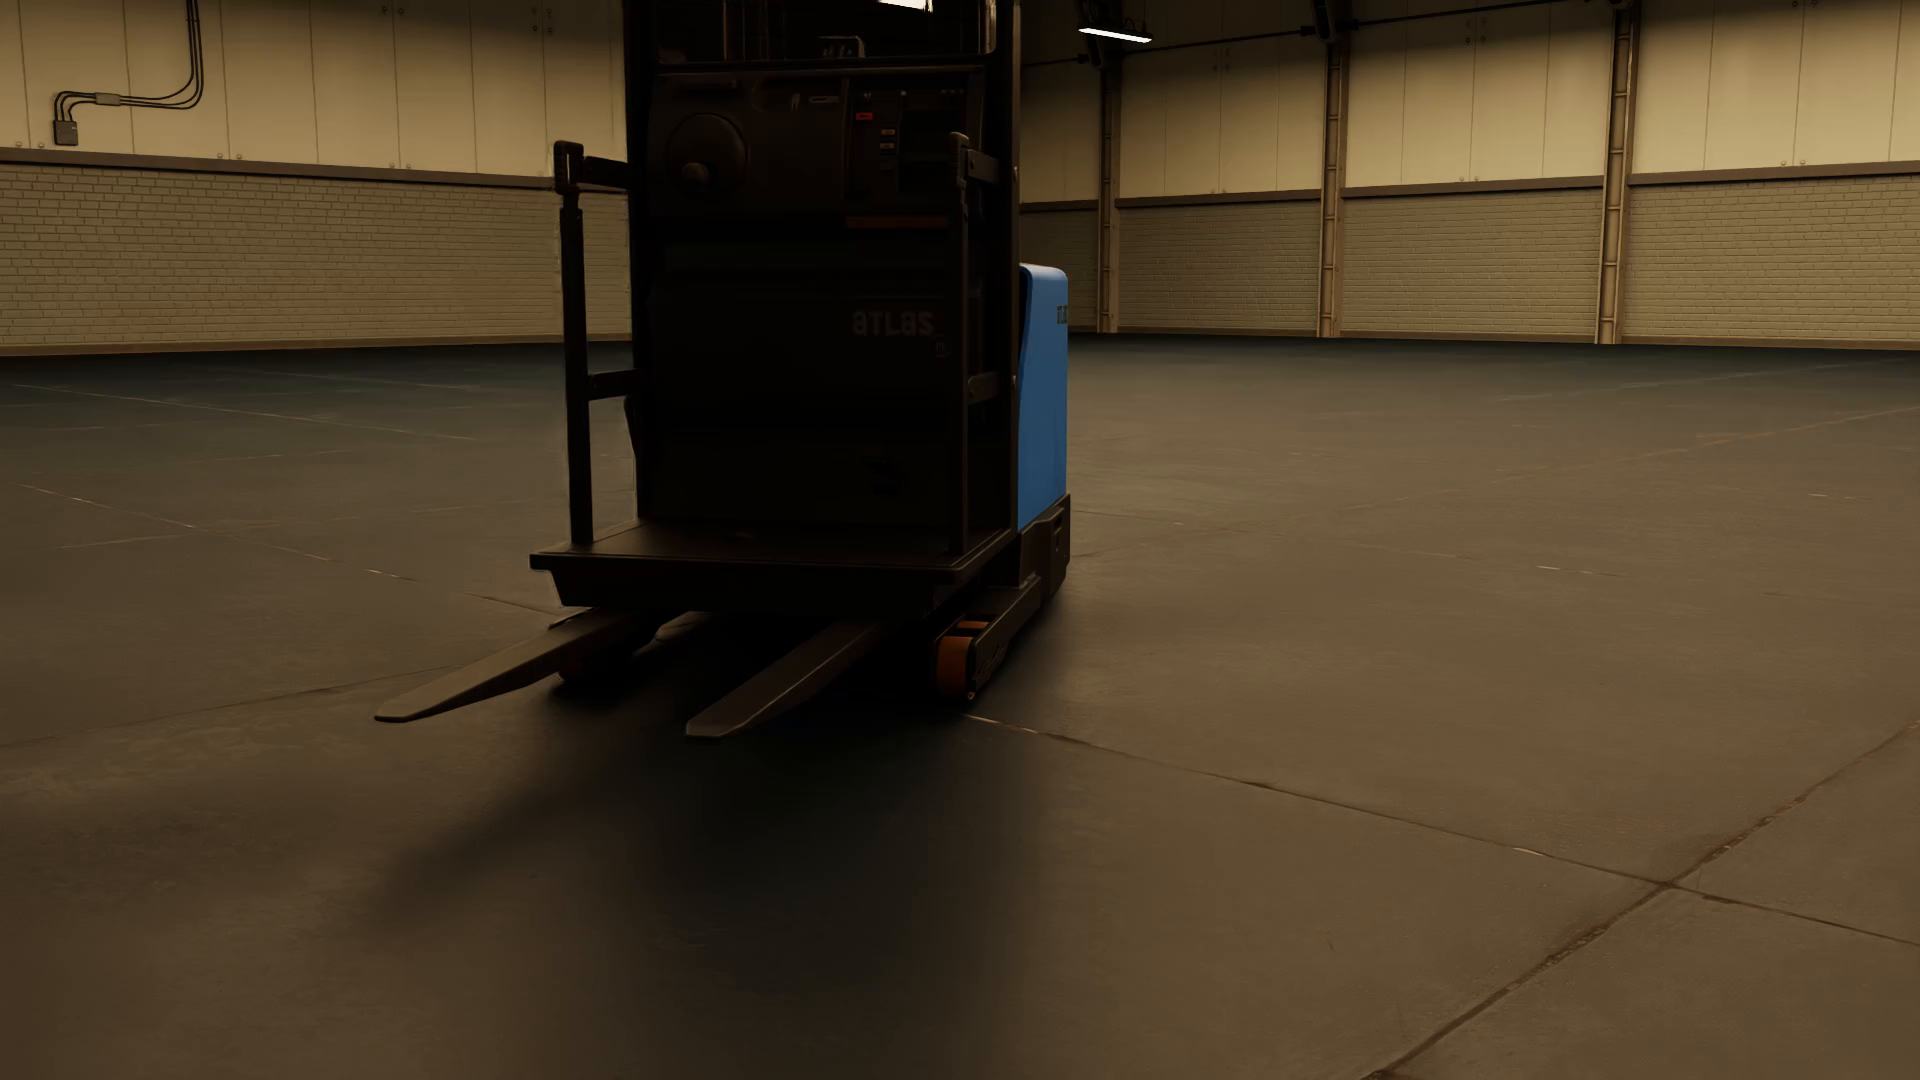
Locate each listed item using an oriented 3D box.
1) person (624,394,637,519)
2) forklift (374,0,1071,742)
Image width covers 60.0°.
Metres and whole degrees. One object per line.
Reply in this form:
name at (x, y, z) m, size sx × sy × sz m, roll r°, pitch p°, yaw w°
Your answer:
person at (-0.804, -0.703, 6.506) m, size 1.030 × 1.473 × 1.044 m, roll -3°, pitch 9°, yaw -19°
forklift at (-0.433, -1.112, 4.261) m, size 1.130 × 2.935 × 3.031 m, roll 2°, pitch 9°, yaw 12°
